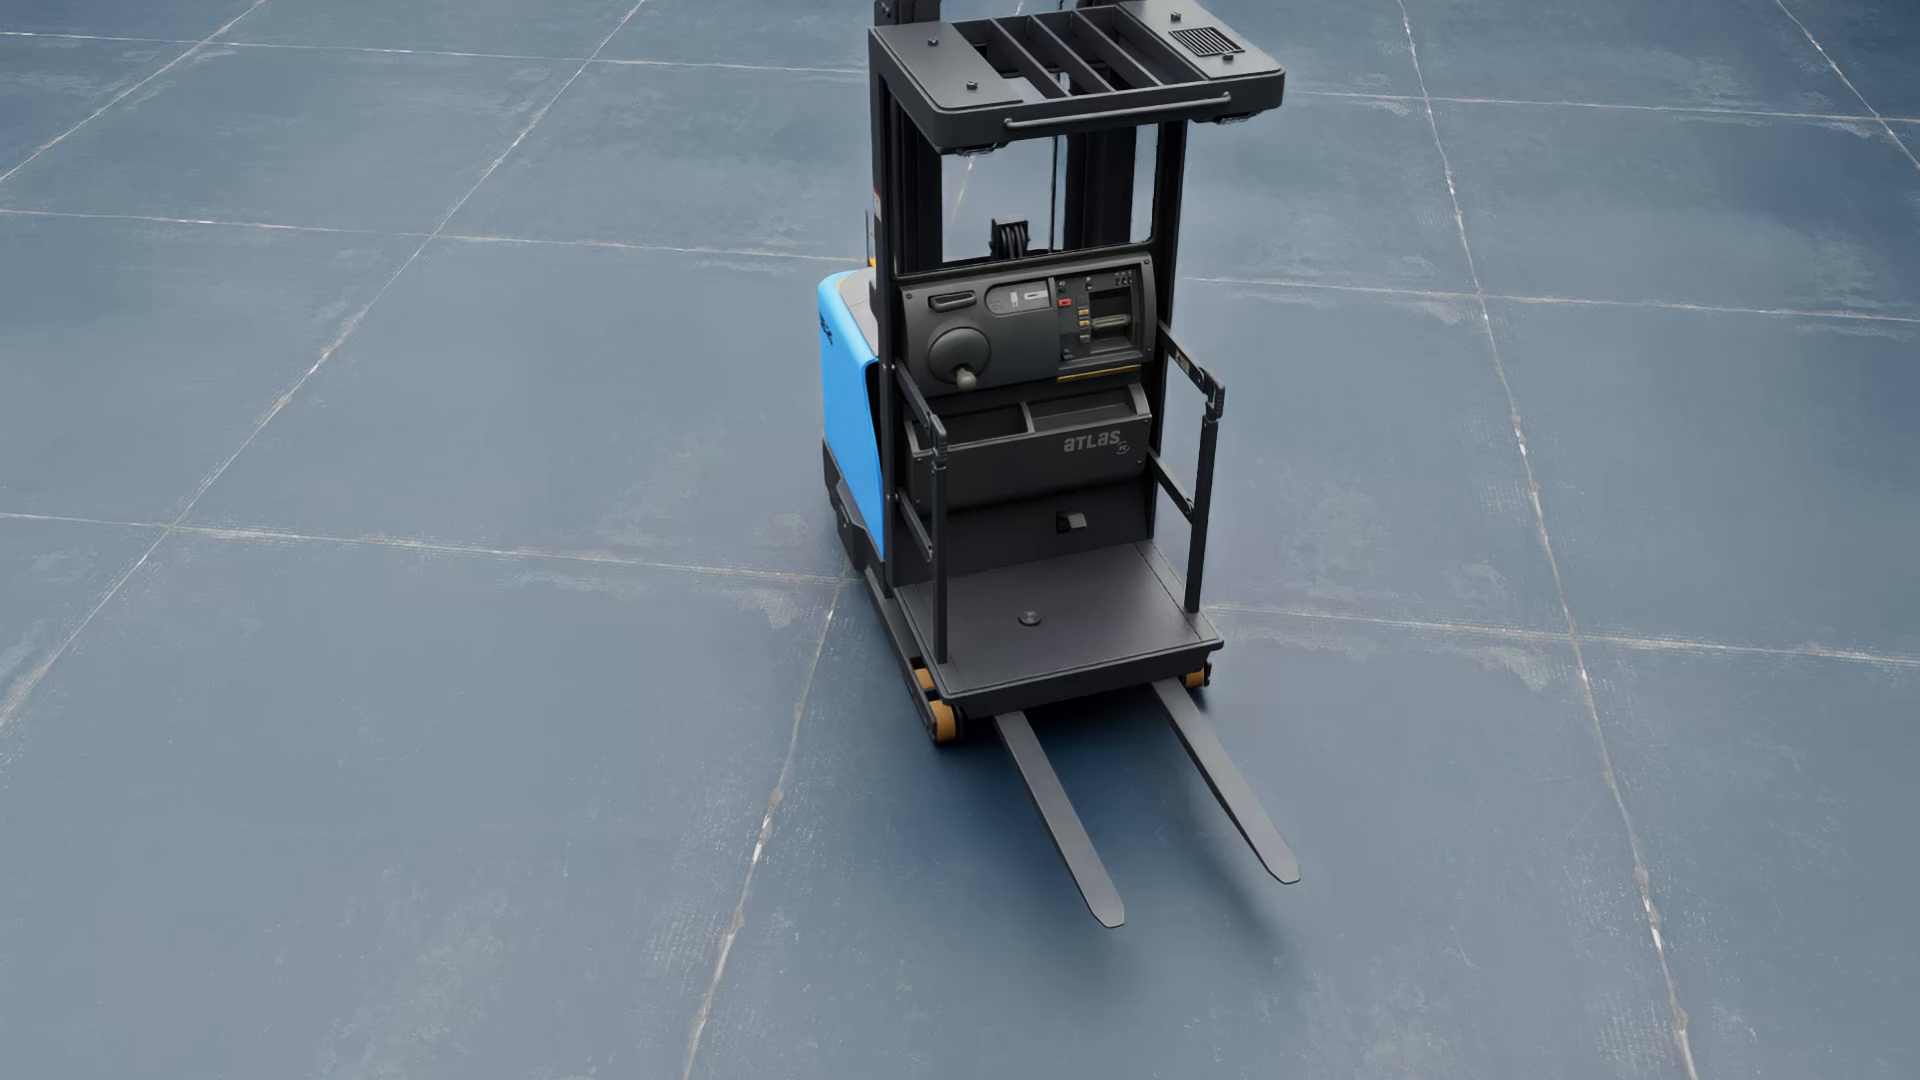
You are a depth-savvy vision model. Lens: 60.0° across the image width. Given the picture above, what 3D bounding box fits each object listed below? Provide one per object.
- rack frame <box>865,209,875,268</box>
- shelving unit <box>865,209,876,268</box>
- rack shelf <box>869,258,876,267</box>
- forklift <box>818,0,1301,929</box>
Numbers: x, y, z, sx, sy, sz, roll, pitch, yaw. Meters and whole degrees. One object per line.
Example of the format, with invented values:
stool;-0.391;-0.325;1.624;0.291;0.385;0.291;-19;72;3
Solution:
rack frame;-0.369;-0.878;7.448;0.006;1.200;0.240;-11;37;-15
shelving unit;-0.282;-0.896;7.472;0.189;1.200;0.258;-11;37;-15
rack shelf;-0.282;-1.153;7.289;0.180;0.103;0.258;-11;37;-15
forklift;0.319;-0.700;5.708;1.130;2.935;3.031;-10;37;-14
